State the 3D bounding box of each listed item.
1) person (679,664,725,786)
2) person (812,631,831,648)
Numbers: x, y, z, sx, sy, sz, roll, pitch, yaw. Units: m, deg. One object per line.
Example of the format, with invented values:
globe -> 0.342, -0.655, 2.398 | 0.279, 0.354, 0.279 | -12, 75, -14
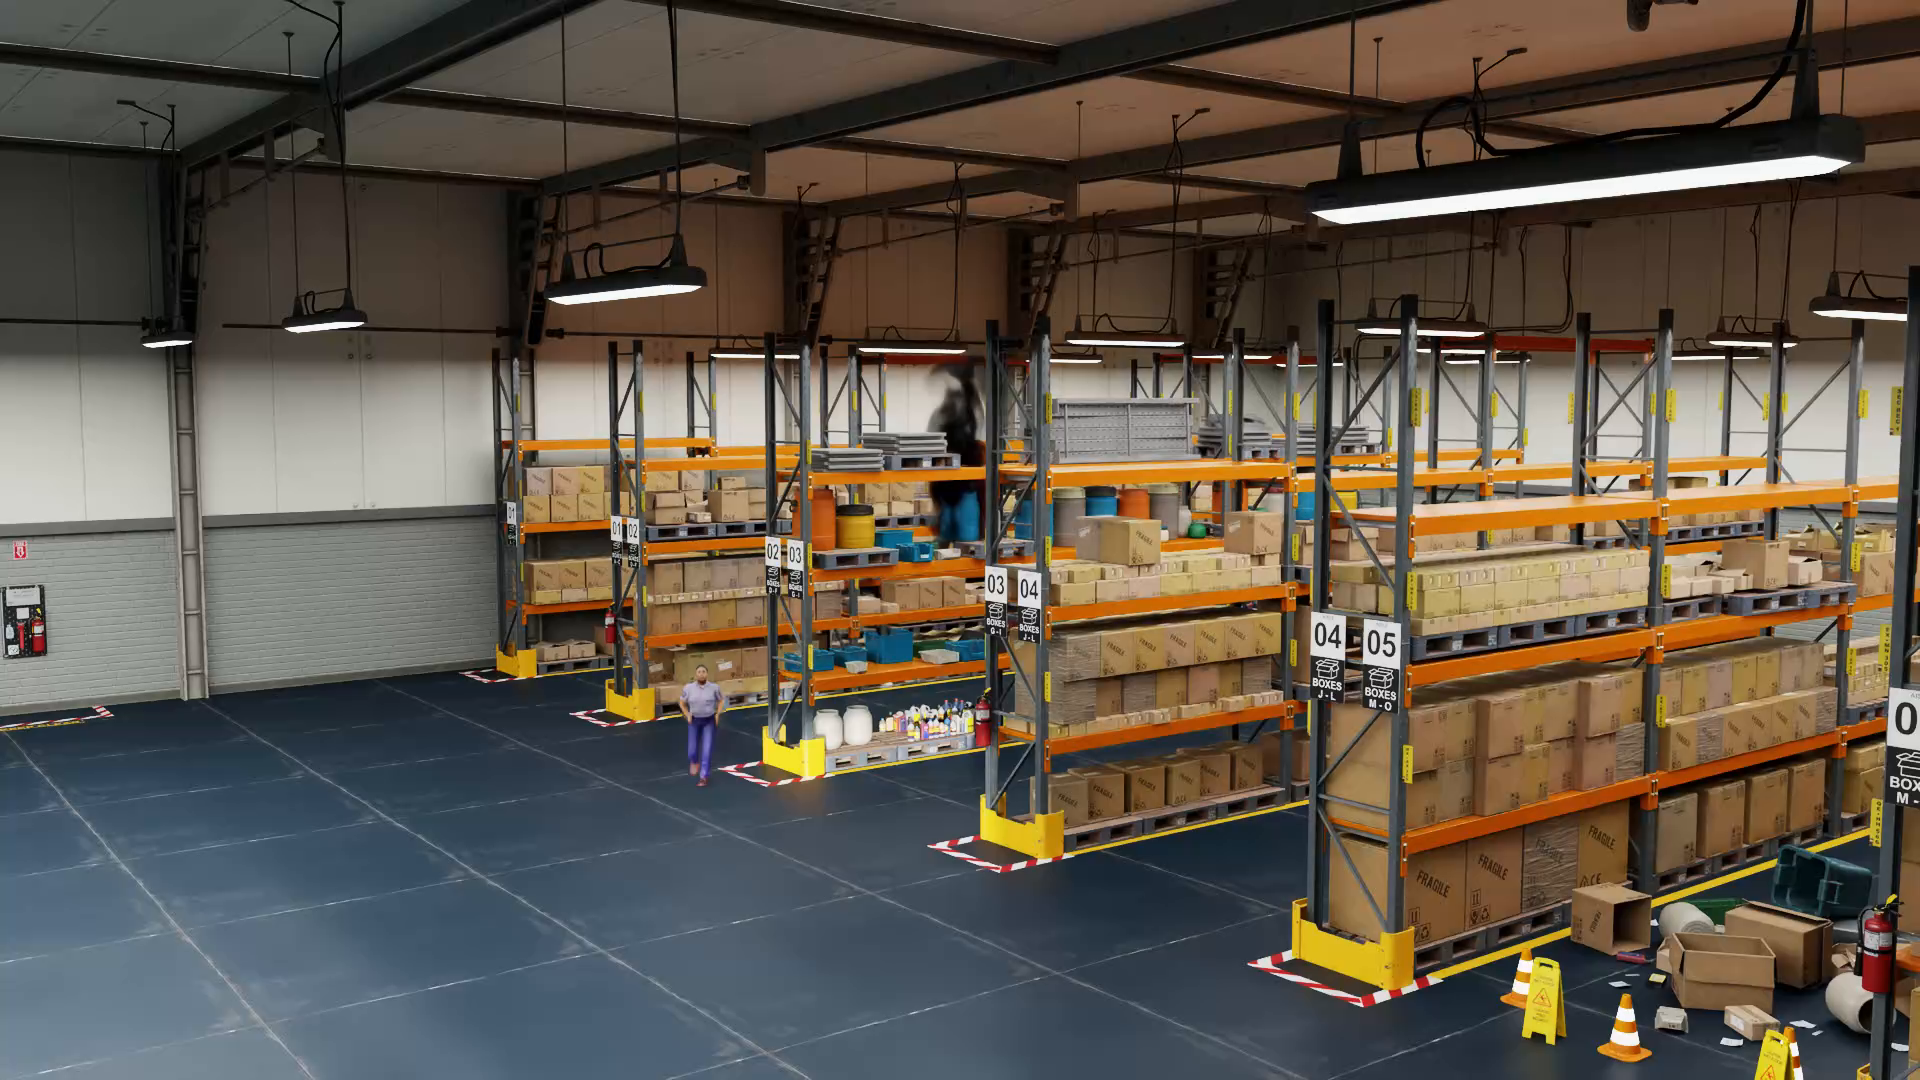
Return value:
person -> -3.412, 2.435, 22.025 | 0.595, 1.601, 0.560 | -1, 5, -9
person -> -2.532, 1.583, 30.985 | 0.658, 1.743, 0.632 | 5, 7, 44
